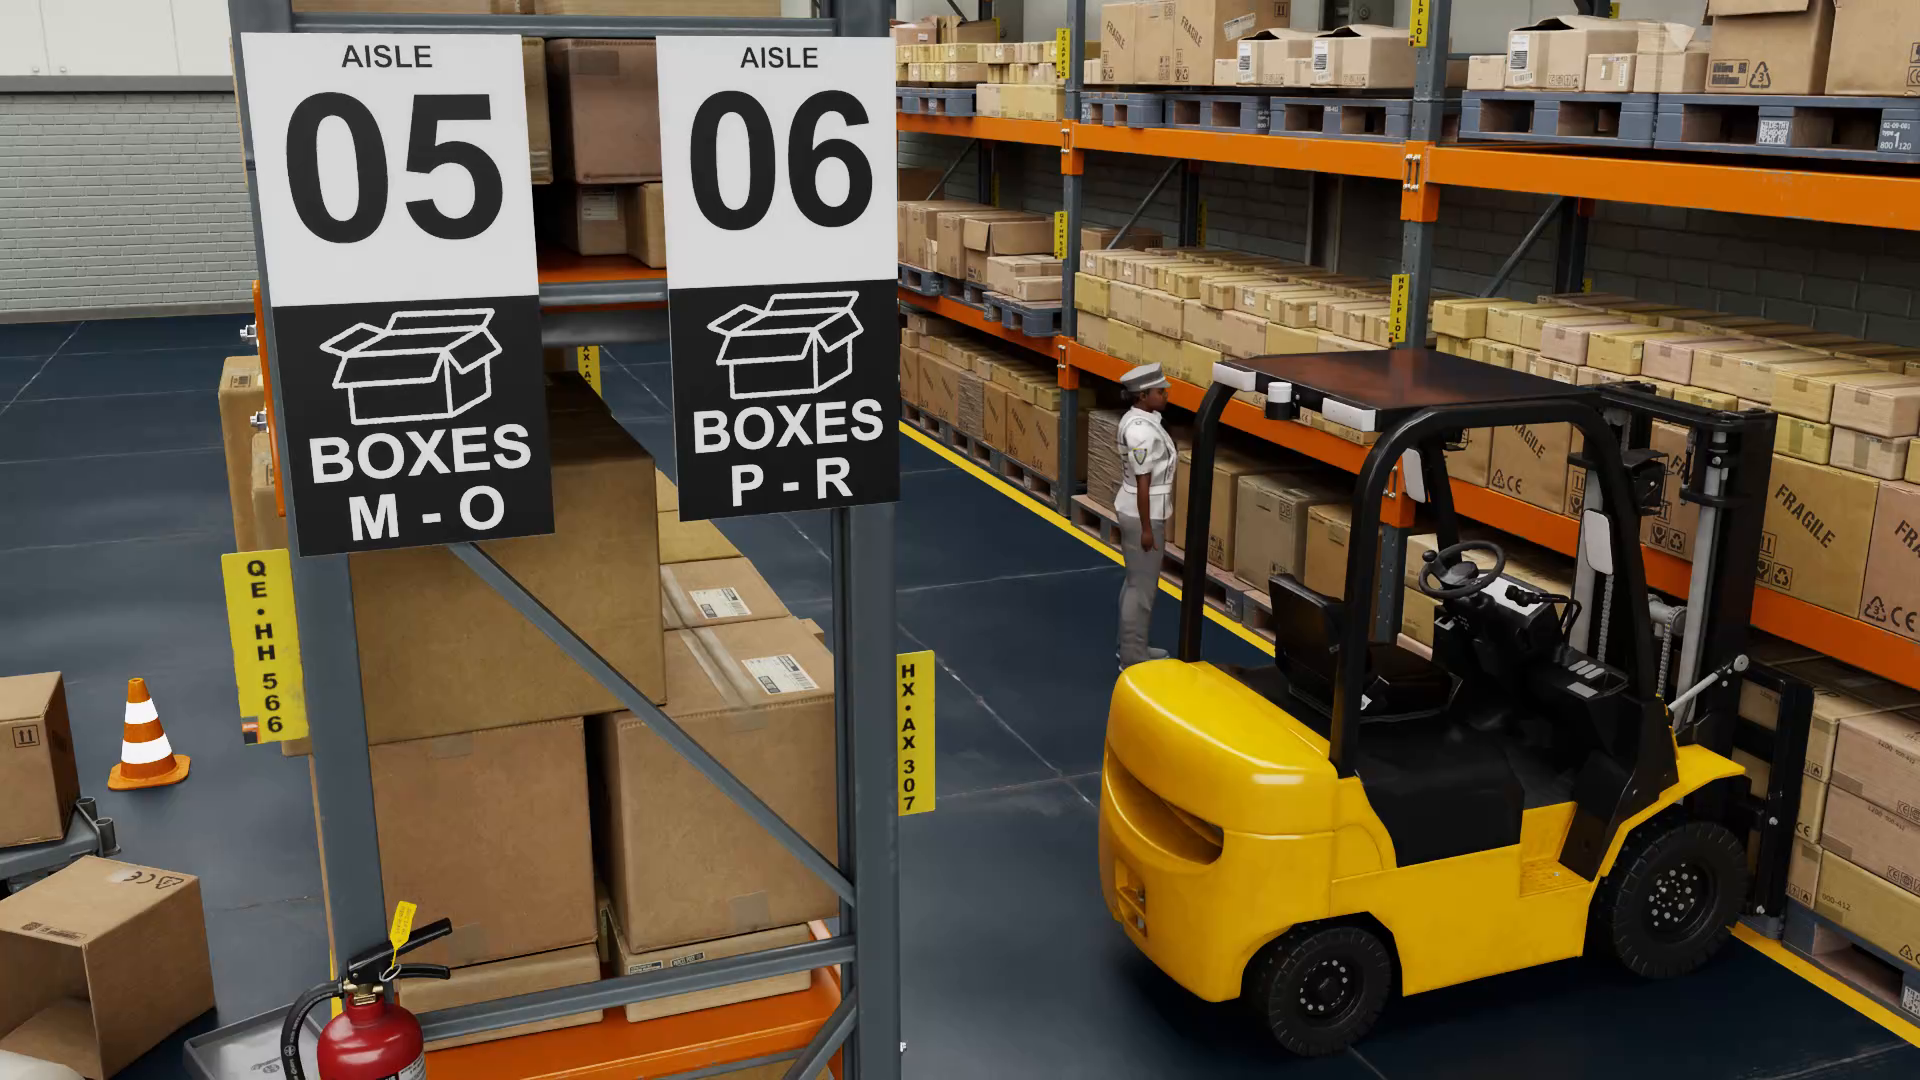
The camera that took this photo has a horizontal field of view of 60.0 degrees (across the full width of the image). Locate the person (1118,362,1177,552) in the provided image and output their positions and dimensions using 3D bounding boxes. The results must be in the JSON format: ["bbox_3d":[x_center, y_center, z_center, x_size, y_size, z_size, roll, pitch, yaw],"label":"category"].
[{"bbox_3d":[0.986,-0.459,8.797,0.308,0.983,0.437,1,16,2],"label":"person"}]
